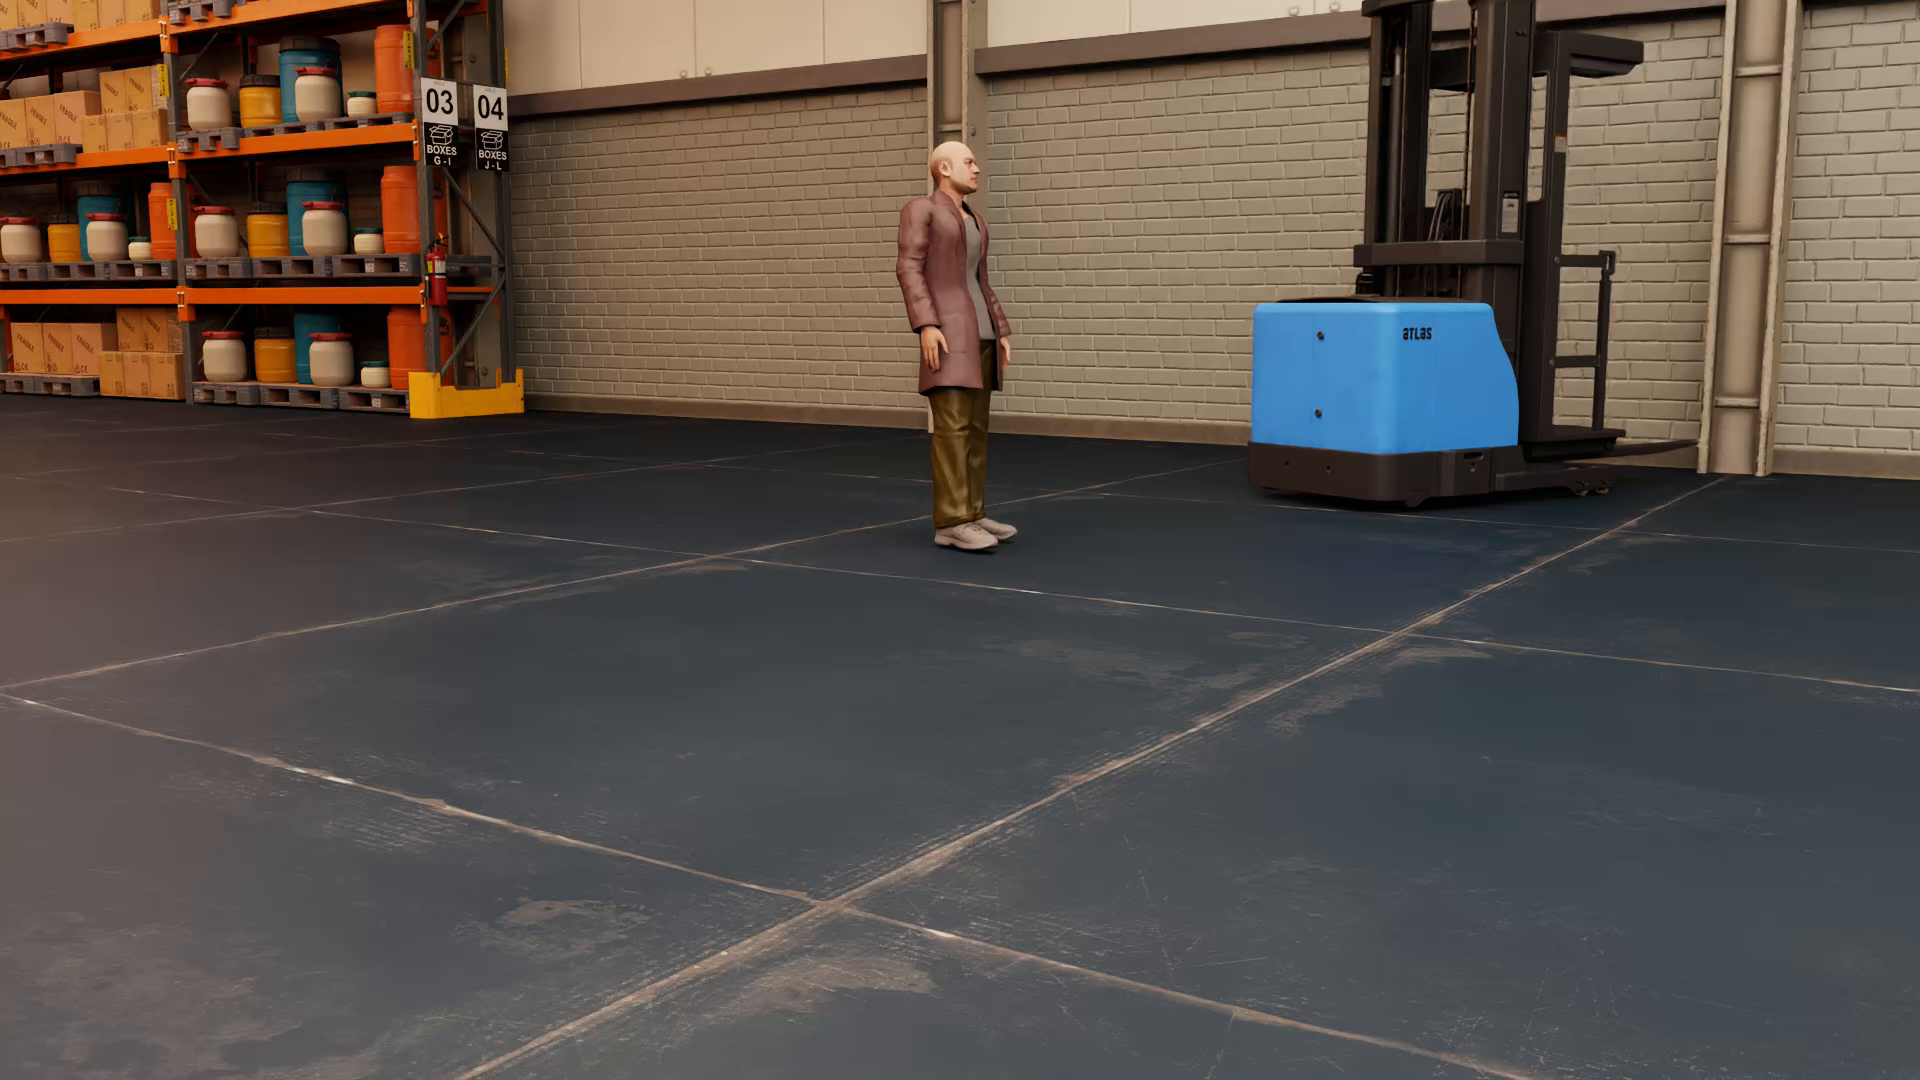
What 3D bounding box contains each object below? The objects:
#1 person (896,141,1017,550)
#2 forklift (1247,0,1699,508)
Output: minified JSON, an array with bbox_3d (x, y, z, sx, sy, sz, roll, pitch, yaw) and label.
[{"bbox_3d":[0.074,-0.880,7.423,0.579,1.777,0.698,5,10,34],"label":"person"},{"bbox_3d":[3.108,-1.750,9.501,3.031,2.935,1.130,-5,10,-33],"label":"forklift"}]
